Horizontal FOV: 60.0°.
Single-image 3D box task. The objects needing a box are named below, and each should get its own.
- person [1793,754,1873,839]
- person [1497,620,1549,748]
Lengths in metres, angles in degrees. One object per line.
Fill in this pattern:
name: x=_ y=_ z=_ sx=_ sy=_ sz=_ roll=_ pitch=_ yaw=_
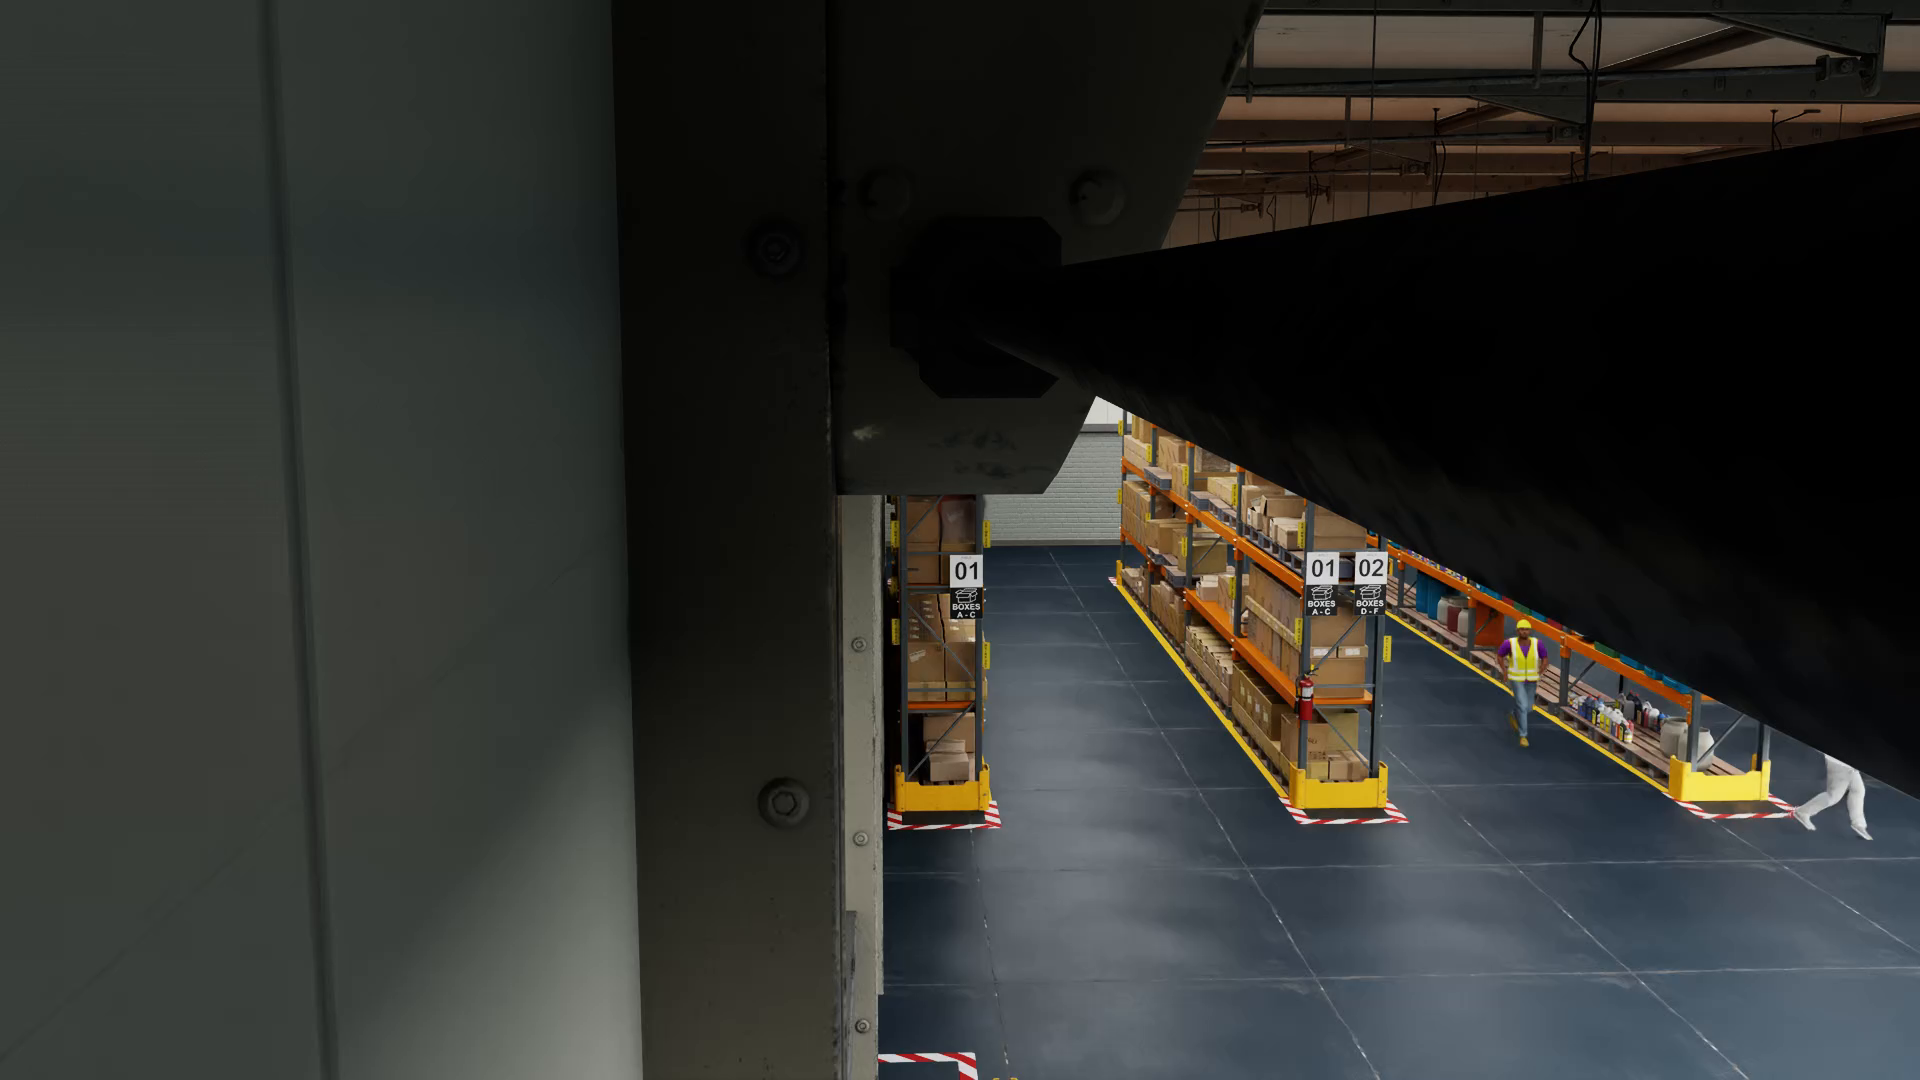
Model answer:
person: x=10.262 y=2.678 z=19.444 sx=0.888 sy=1.730 sz=0.603 roll=3 pitch=9 yaw=18
person: x=8.008 y=1.995 z=23.648 sx=0.689 sy=1.766 sz=0.852 roll=0 pitch=8 yaw=3
